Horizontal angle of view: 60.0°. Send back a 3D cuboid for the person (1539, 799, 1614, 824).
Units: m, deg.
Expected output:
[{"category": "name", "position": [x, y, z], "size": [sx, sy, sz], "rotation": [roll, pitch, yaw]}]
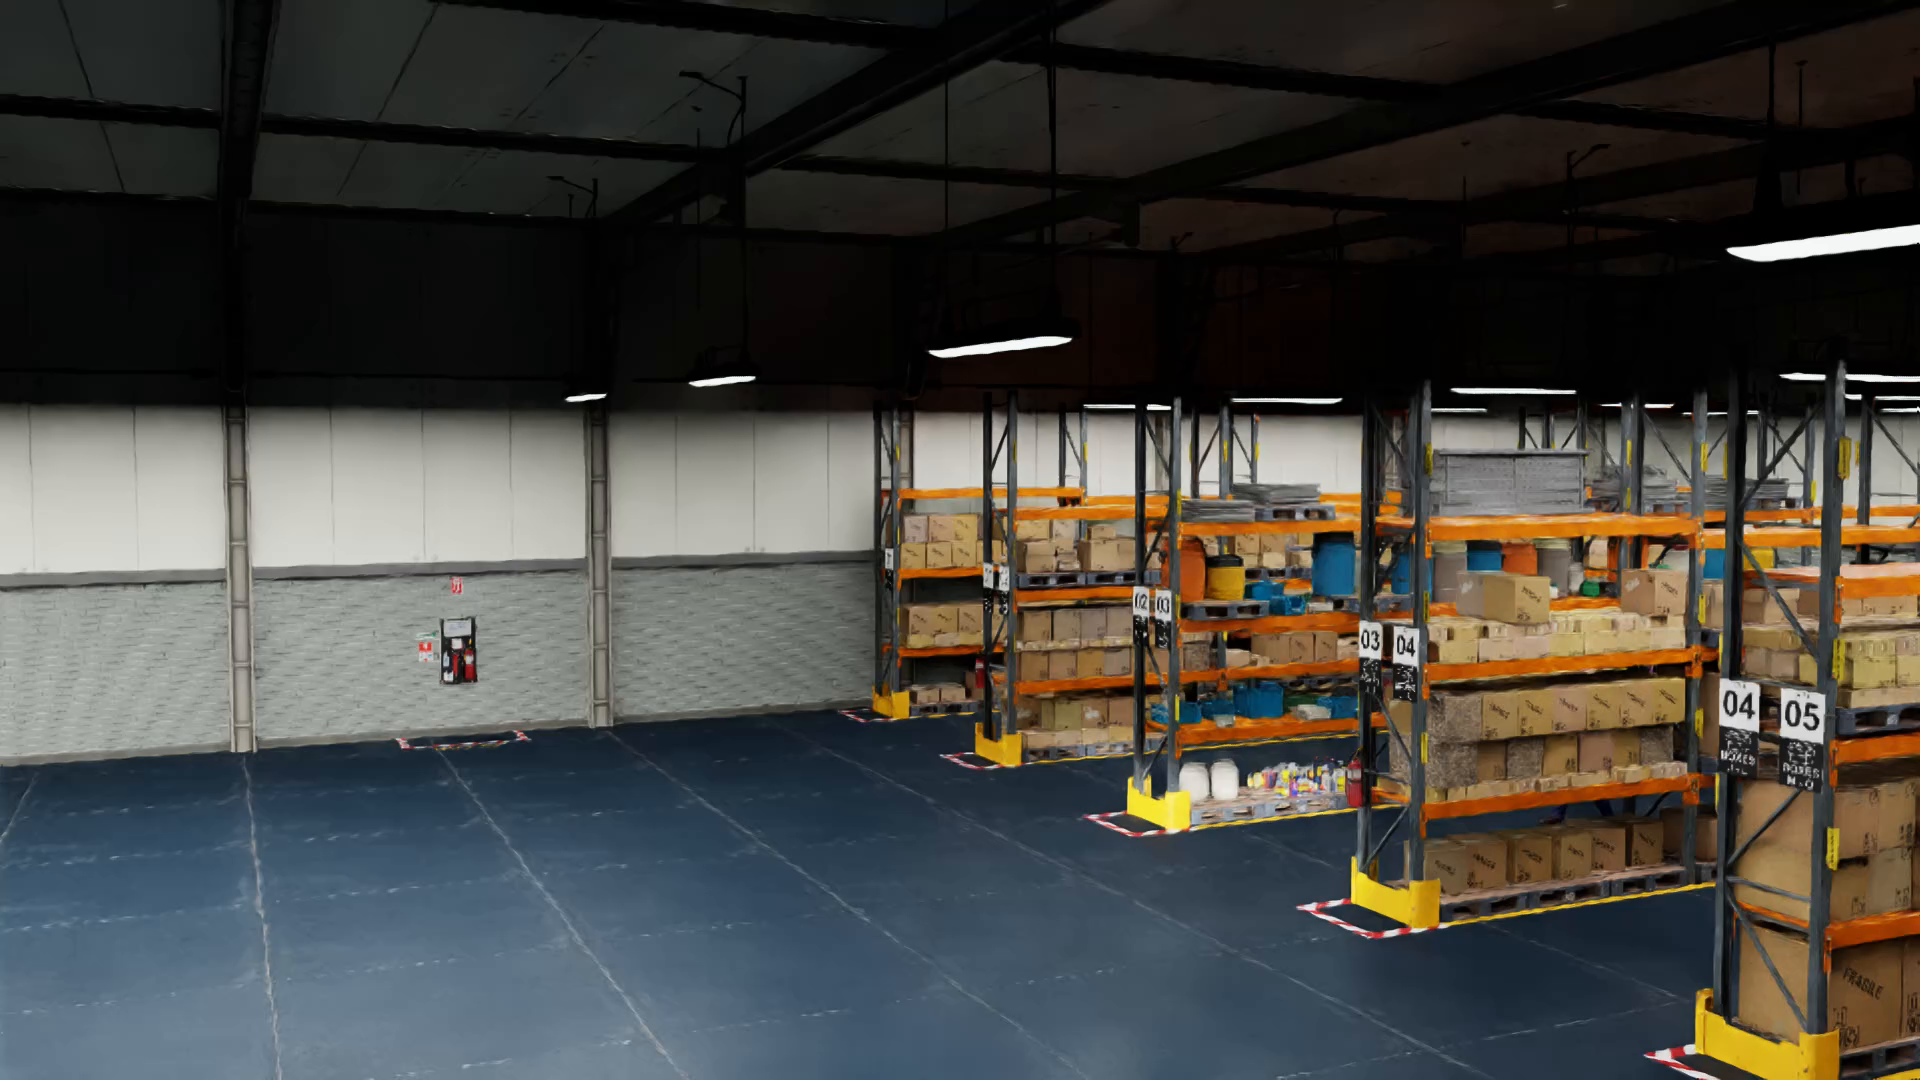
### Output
[{"category": "person", "position": [8.309, 3.065, 22.260], "size": [1.003, 1.580, 0.477], "rotation": [-1, 3, -15]}]
